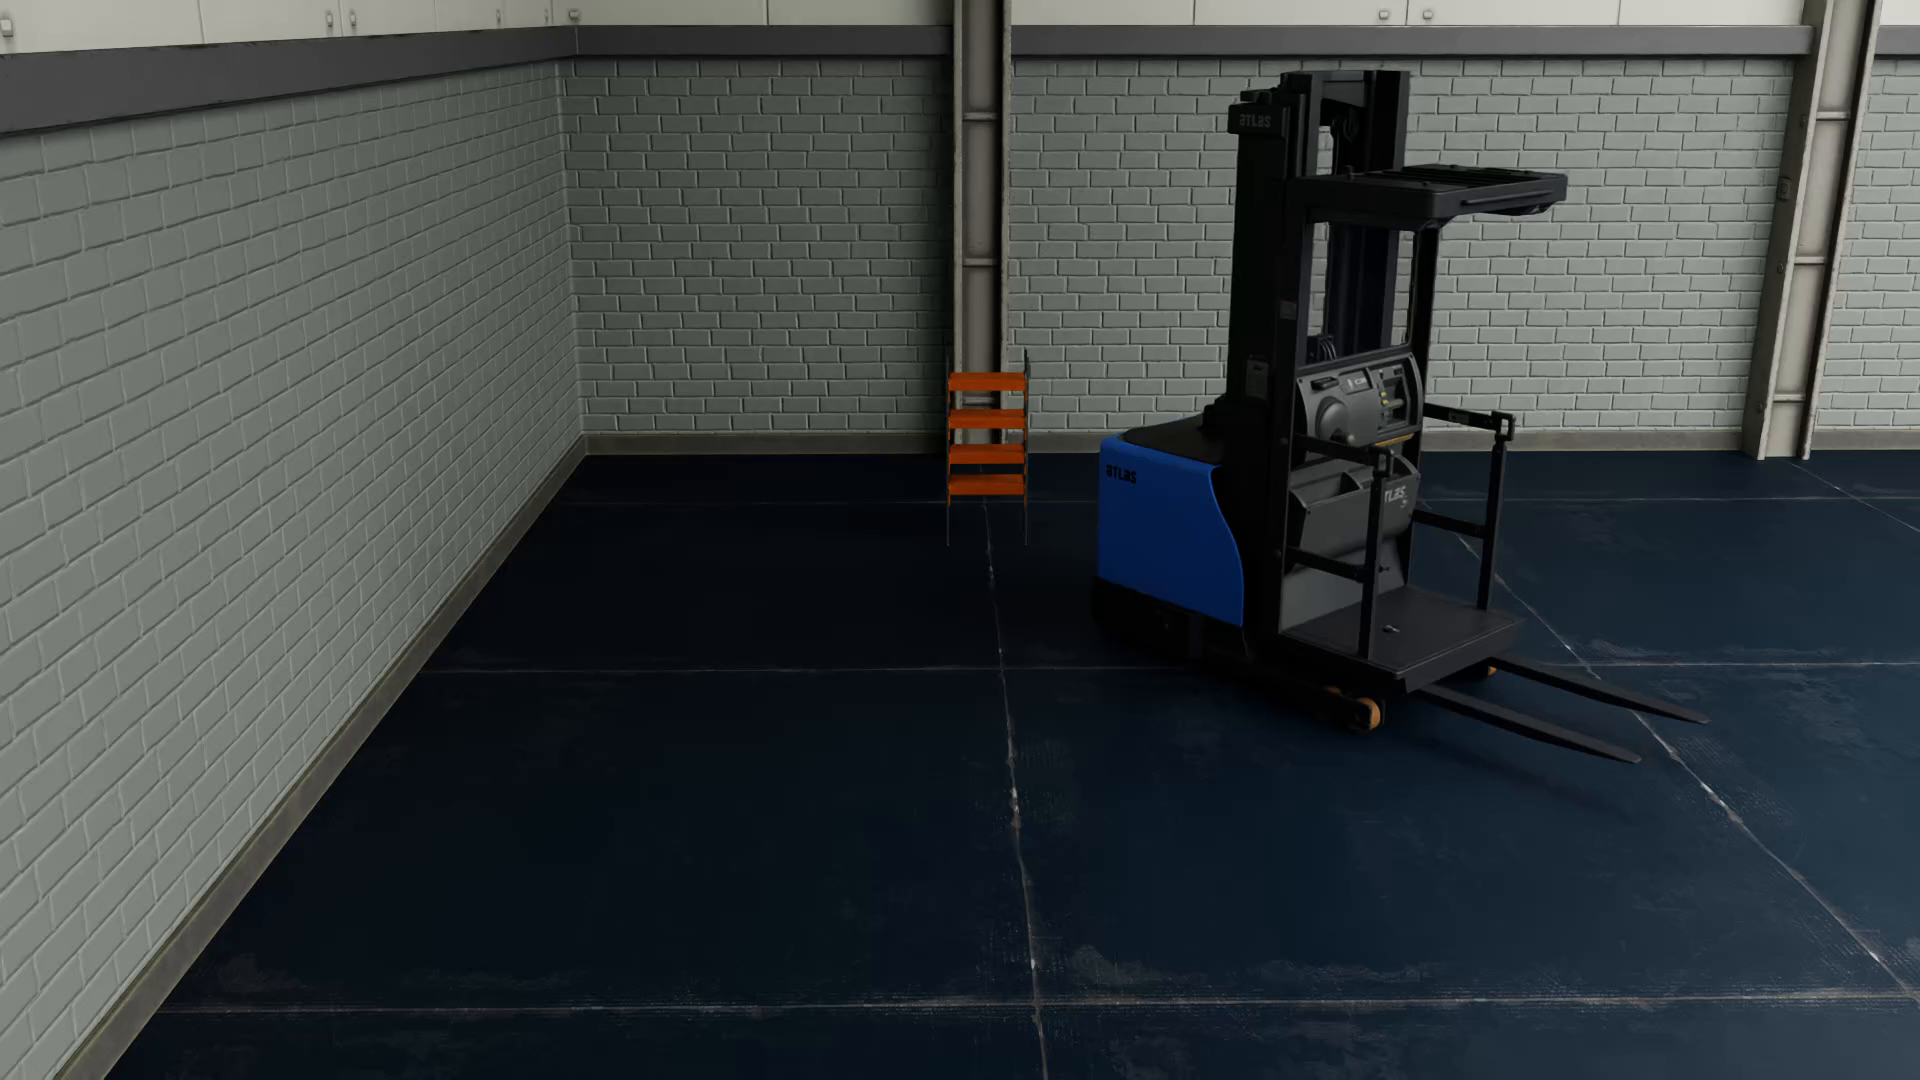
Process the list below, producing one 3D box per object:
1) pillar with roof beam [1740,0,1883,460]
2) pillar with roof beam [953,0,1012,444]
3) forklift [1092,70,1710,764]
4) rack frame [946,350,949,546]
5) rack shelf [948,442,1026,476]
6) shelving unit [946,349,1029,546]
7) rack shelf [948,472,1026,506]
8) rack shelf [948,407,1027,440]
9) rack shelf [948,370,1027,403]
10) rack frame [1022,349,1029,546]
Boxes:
[{"bbox_3d":[6.217,-3.619,7.097,0.400,9.000,9.100,0,18,-1],"label":"pillar with roof beam"},{"bbox_3d":[0.218,-3.590,7.007,0.400,9.000,9.100,0,18,-1],"label":"pillar with roof beam"},{"bbox_3d":[2.066,-0.670,7.839,1.130,2.935,3.031,-15,23,-39],"label":"forklift"},{"bbox_3d":[-0.078,-0.571,10.363,0.015,1.200,0.240,0,18,-1],"label":"rack frame"},{"bbox_3d":[0.166,-0.508,10.387,0.480,0.148,0.258,0,18,-1],"label":"rack shelf"},{"bbox_3d":[0.166,-0.572,10.367,0.503,1.200,0.258,0,18,-1],"label":"shelving unit"},{"bbox_3d":[0.166,-0.319,10.448,0.480,0.148,0.258,0,18,-1],"label":"rack shelf"},{"bbox_3d":[0.166,-0.721,10.319,0.480,0.148,0.258,0,18,-1],"label":"rack shelf"},{"bbox_3d":[0.166,-0.946,10.247,0.480,0.148,0.258,0,18,-1],"label":"rack shelf"},{"bbox_3d":[0.409,-0.573,10.370,0.015,1.200,0.240,0,18,-1],"label":"rack frame"}]
